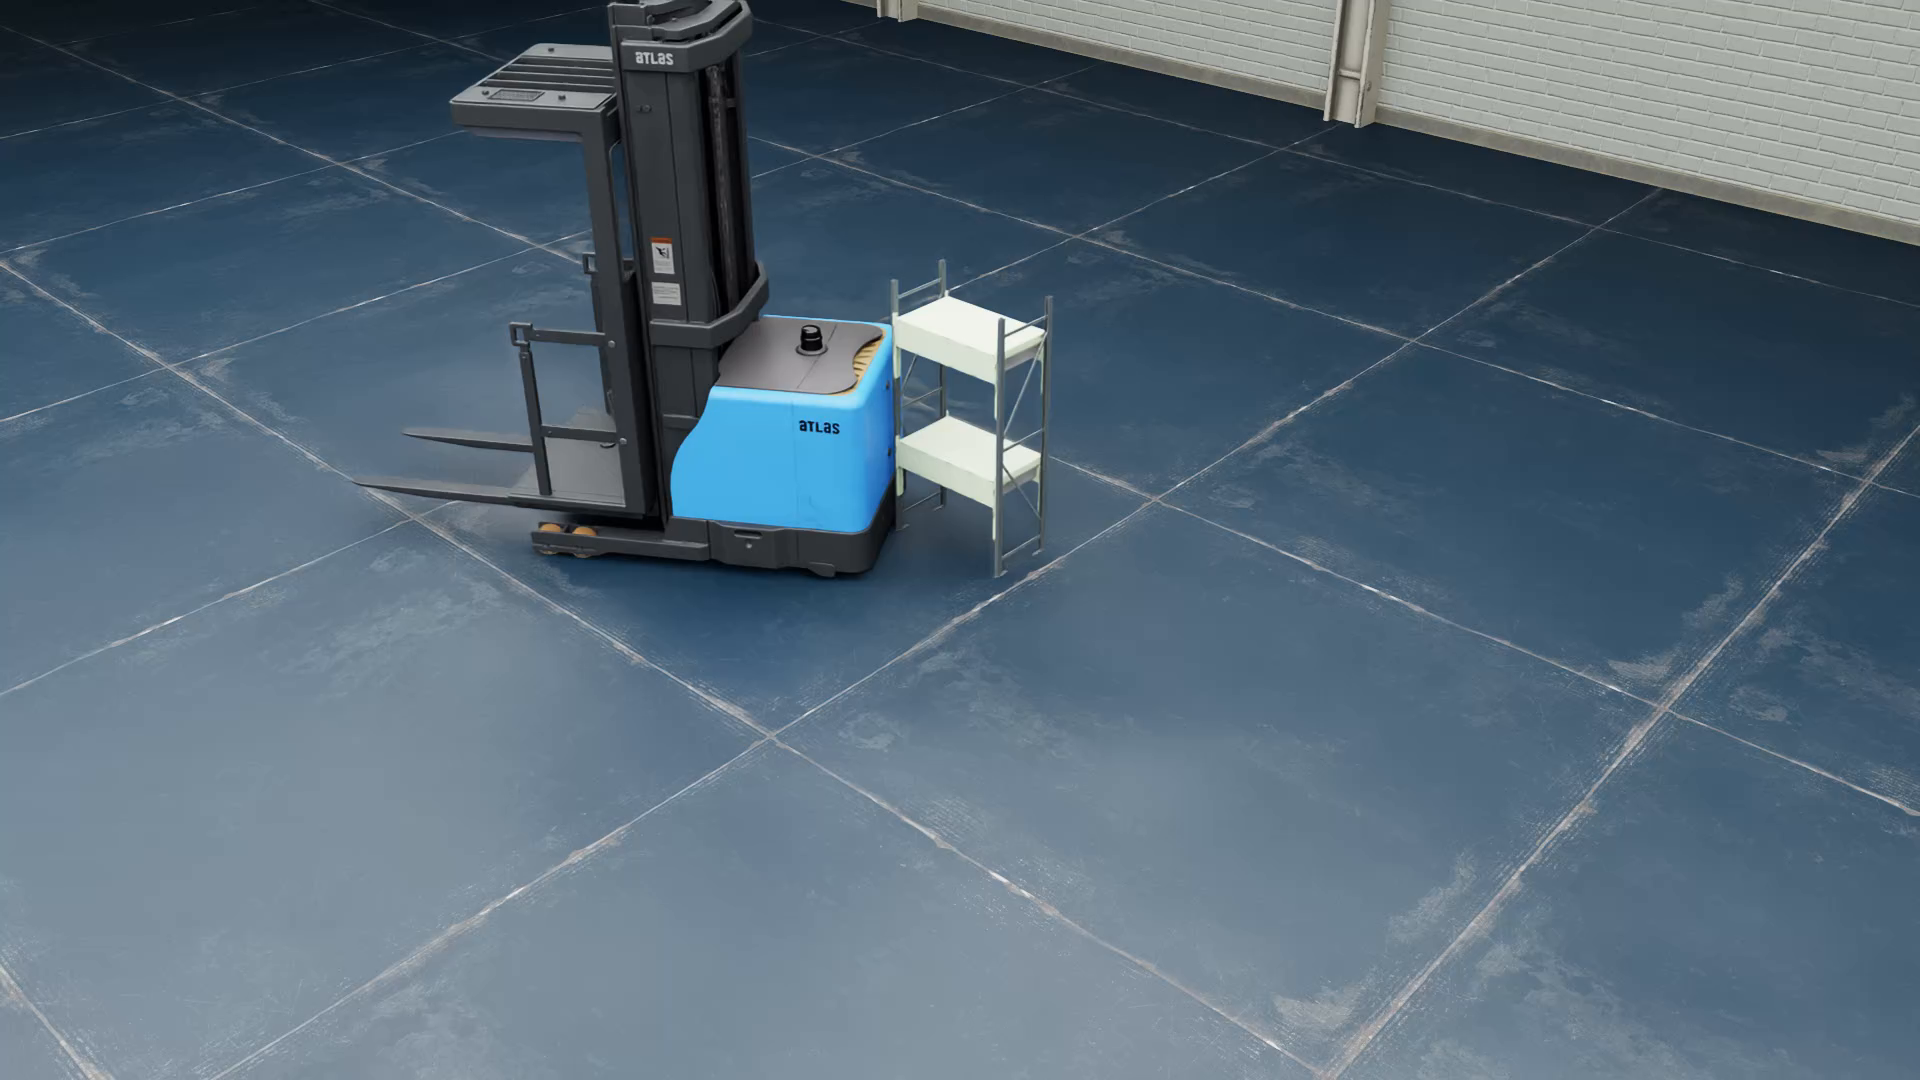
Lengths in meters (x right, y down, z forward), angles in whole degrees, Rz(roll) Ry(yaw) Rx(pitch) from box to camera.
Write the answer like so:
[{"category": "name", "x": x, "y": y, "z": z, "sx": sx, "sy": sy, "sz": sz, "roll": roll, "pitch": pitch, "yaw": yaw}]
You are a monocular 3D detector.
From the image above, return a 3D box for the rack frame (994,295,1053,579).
[{"category": "rack frame", "x": 0.326, "y": -0.513, "z": 8.647, "sx": 0.023, "sy": 1.500, "sz": 0.400, "roll": 25, "pitch": 39, "yaw": 35}]

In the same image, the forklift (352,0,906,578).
[{"category": "forklift", "x": -1.879, "y": -1.419, "z": 8.765, "sx": 3.031, "sy": 2.935, "sz": 1.130, "roll": 5, "pitch": 31, "yaw": 9}]

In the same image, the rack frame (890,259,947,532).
[{"category": "rack frame", "x": -0.217, "y": -0.766, "z": 9.068, "sx": 0.023, "sy": 1.500, "sz": 0.400, "roll": 25, "pitch": 39, "yaw": 35}]

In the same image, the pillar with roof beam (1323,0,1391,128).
[{"category": "pillar with roof beam", "x": 0.840, "y": -6.227, "z": 10.869, "sx": 0.400, "sy": 9.000, "sz": 9.100, "roll": 25, "pitch": 39, "yaw": 35}]

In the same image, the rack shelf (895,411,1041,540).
[{"category": "rack shelf", "x": 0.054, "y": -0.360, "z": 9.026, "sx": 0.720, "sy": 0.370, "sz": 0.431, "roll": 25, "pitch": 39, "yaw": 35}]

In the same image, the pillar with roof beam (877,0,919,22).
[{"category": "pillar with roof beam", "x": -3.609, "y": -8.304, "z": 14.319, "sx": 0.400, "sy": 9.000, "sz": 9.100, "roll": 25, "pitch": 39, "yaw": 35}]

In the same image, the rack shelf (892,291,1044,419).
[{"category": "rack shelf", "x": 0.054, "y": -0.974, "z": 8.656, "sx": 0.720, "sy": 0.370, "sz": 0.431, "roll": 25, "pitch": 39, "yaw": 35}]

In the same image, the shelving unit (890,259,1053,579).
[{"category": "shelving unit", "x": 0.054, "y": -0.639, "z": 8.858, "sx": 0.755, "sy": 1.500, "sz": 0.431, "roll": 25, "pitch": 39, "yaw": 35}]
